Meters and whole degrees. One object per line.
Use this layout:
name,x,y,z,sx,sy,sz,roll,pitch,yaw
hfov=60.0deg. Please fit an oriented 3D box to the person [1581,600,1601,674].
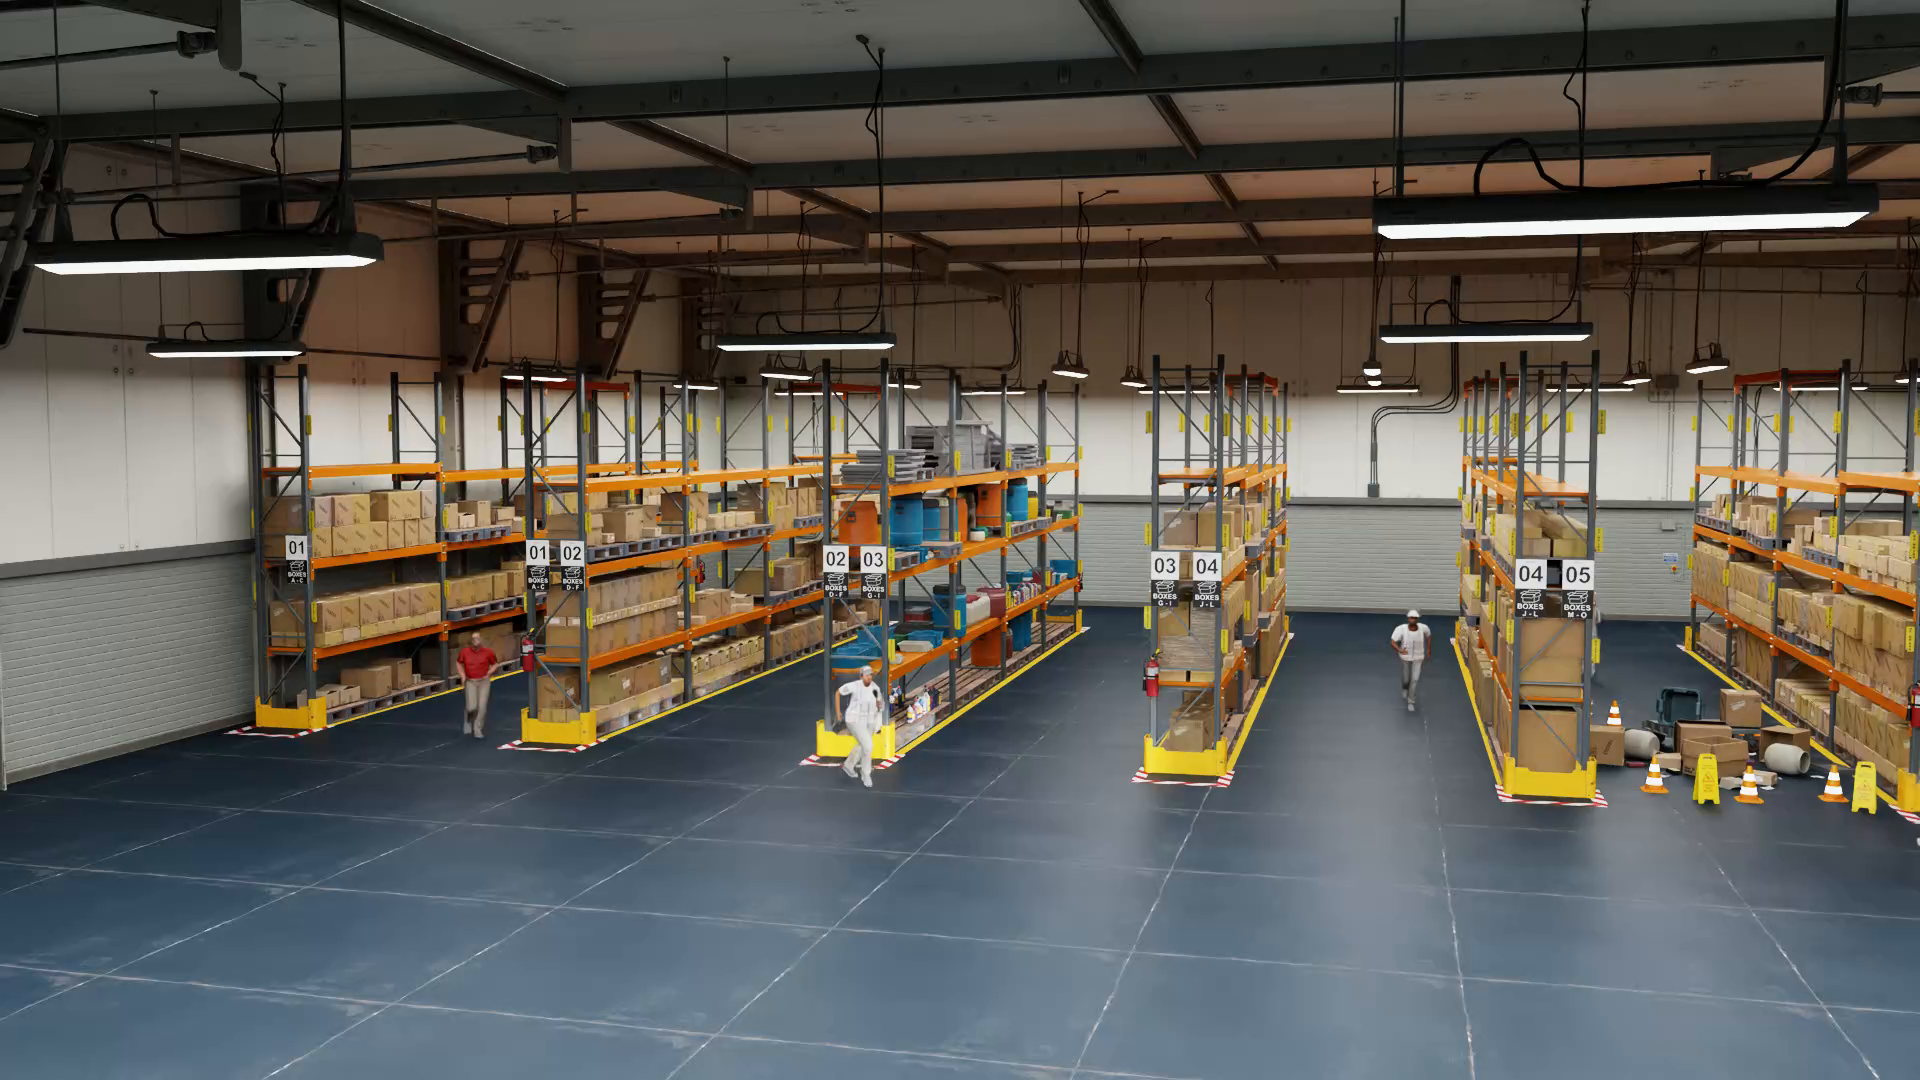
person,12.545,1.908,33.239,0.504,1.638,0.711,1,4,10

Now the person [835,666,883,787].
person,-1.396,2.584,23.224,0.627,1.696,0.821,-3,5,-39

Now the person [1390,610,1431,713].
person,7.966,2.100,29.374,0.725,1.757,1.010,1,4,8

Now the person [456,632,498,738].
person,-7.721,2.323,26.629,0.647,1.693,0.615,-1,4,-17
